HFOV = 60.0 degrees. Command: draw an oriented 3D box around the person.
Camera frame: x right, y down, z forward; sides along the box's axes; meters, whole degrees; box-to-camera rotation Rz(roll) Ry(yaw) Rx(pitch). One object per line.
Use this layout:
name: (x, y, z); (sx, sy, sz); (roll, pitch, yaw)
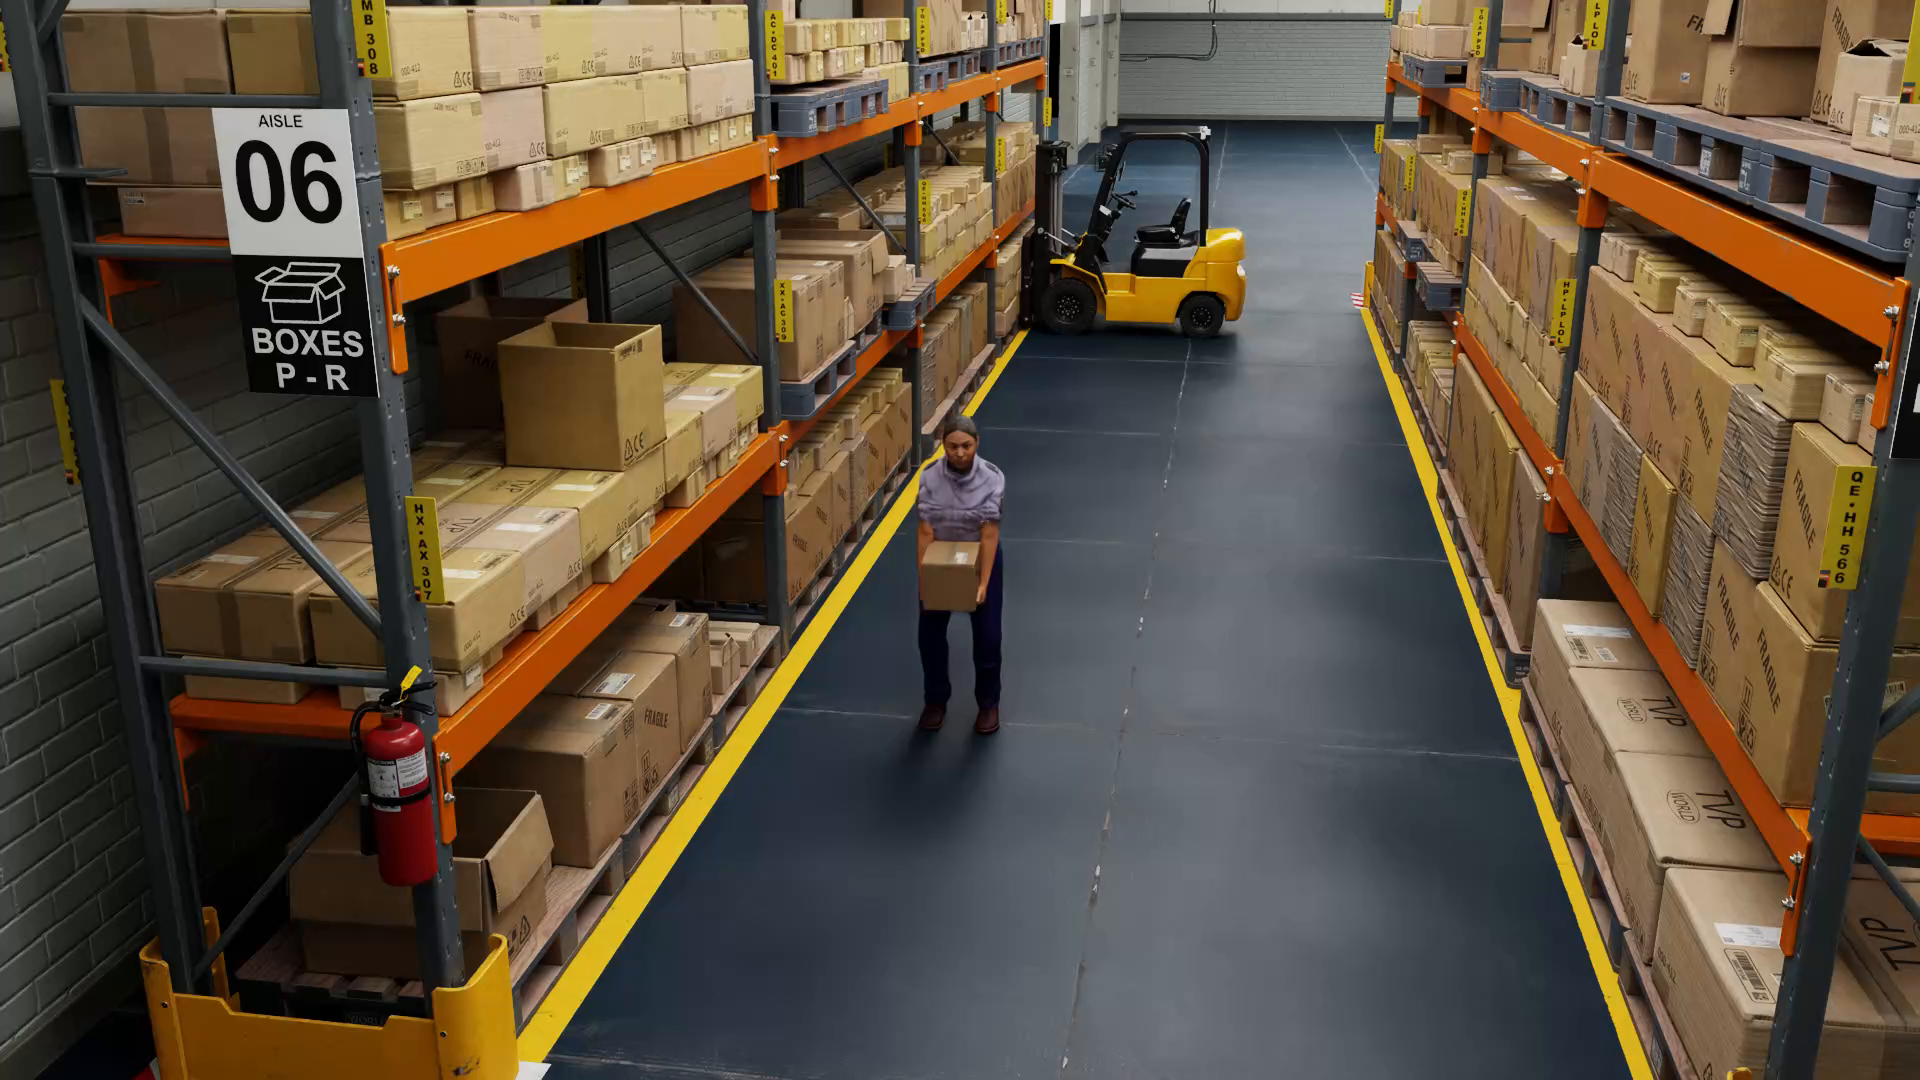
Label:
person: (-0.001, 0.176, 8.112); (0.435, 1.611, 0.558); (3, 18, 8)
